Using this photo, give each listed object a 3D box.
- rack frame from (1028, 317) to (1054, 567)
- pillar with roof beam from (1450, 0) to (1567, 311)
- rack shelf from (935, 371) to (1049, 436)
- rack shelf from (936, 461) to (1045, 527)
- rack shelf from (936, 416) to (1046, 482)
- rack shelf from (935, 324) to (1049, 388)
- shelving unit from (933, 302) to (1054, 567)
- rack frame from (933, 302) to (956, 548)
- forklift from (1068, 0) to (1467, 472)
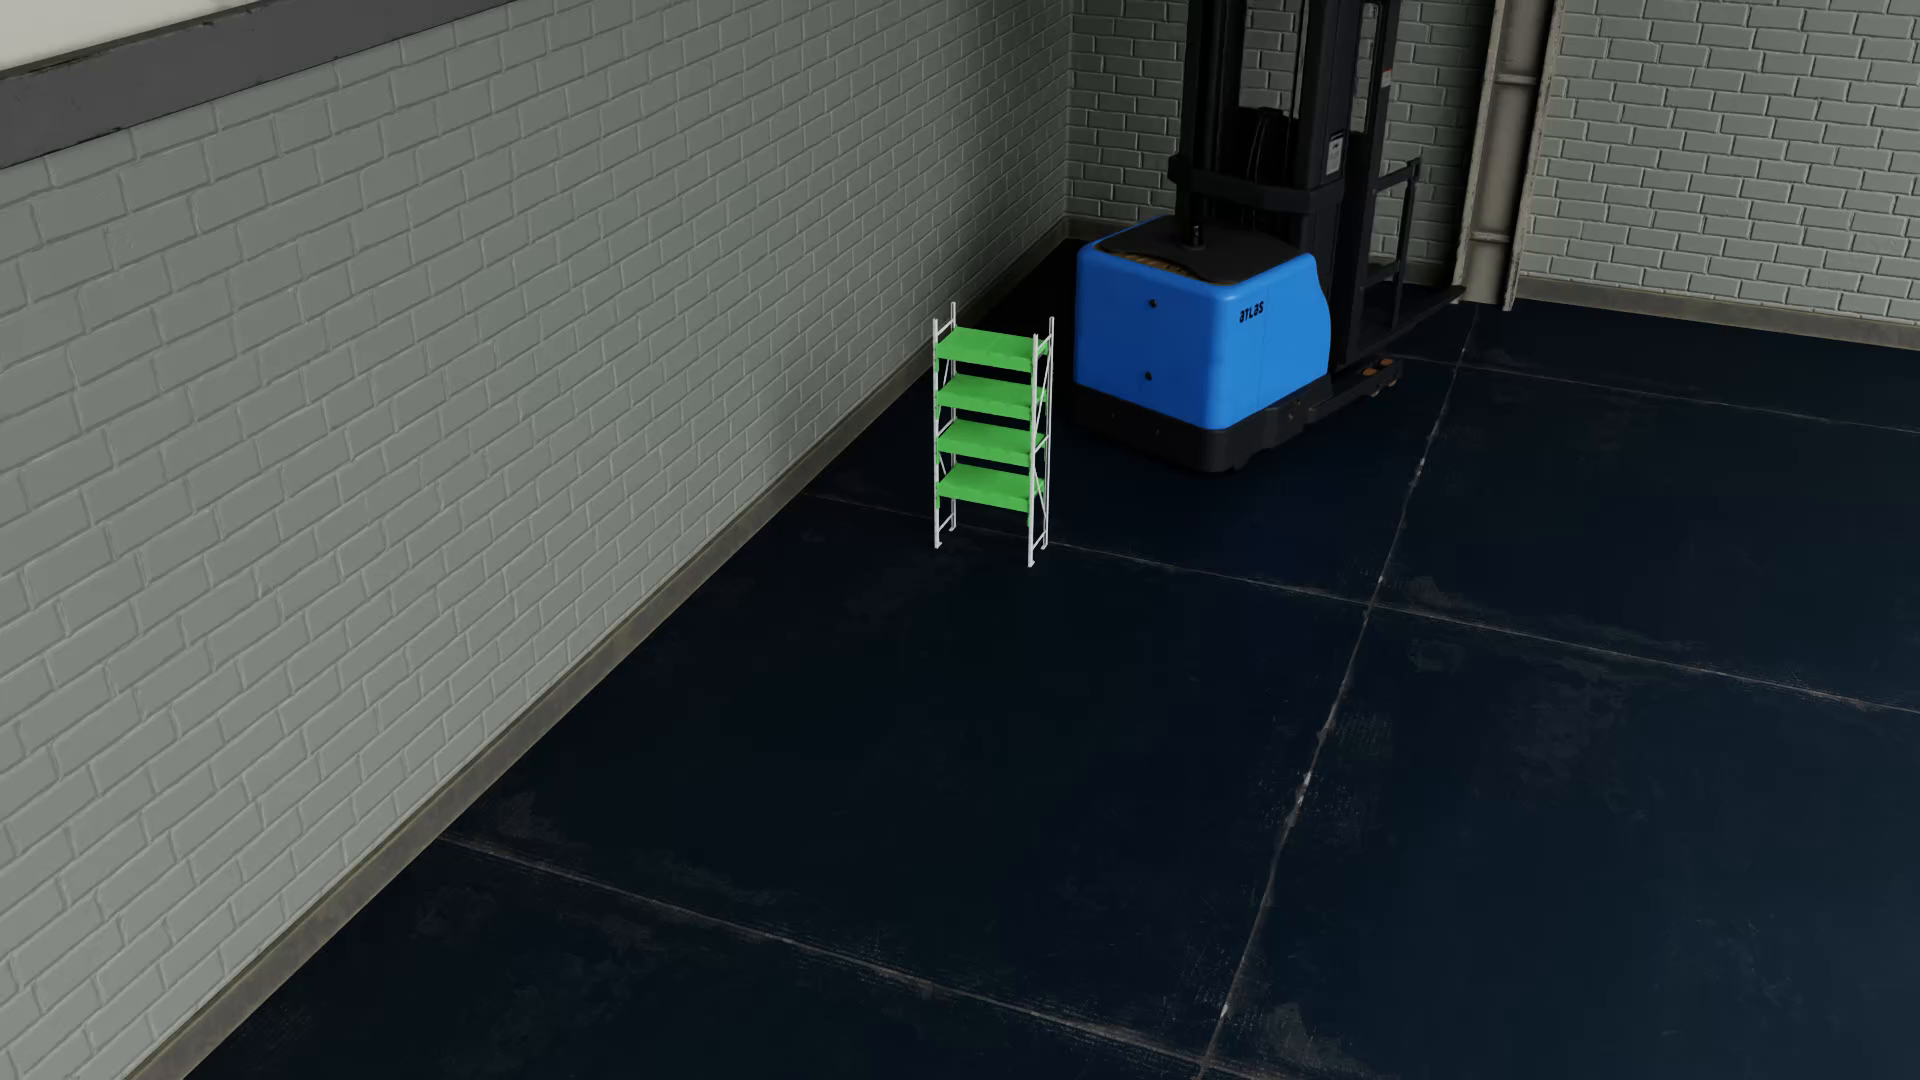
[{"bbox_3d":[0.379,-0.447,7.821,0.015,1.200,0.240,11,31,19],"label":"rack frame"},{"bbox_3d":[1.864,-3.561,5.404,0.400,9.000,9.100,11,31,19],"label":"pillar with roof beam"},{"bbox_3d":[0.153,-0.645,7.814,0.480,0.148,0.258,11,31,19],"label":"rack shelf"},{"bbox_3d":[0.153,-0.227,8.050,0.480,0.148,0.258,11,31,19],"label":"rack shelf"},{"bbox_3d":[0.153,-0.436,7.932,0.480,0.148,0.258,11,31,19],"label":"rack shelf"},{"bbox_3d":[0.153,-0.854,7.696,0.480,0.148,0.258,11,31,19],"label":"rack shelf"},{"bbox_3d":[0.153,-0.492,7.901,0.503,1.200,0.258,11,31,19],"label":"shelving unit"},{"bbox_3d":[-0.073,-0.537,7.980,0.015,1.200,0.240,11,31,19],"label":"rack frame"},{"bbox_3d":[1.977,-2.267,9.282,1.130,2.935,3.031,25,38,36],"label":"forklift"}]
